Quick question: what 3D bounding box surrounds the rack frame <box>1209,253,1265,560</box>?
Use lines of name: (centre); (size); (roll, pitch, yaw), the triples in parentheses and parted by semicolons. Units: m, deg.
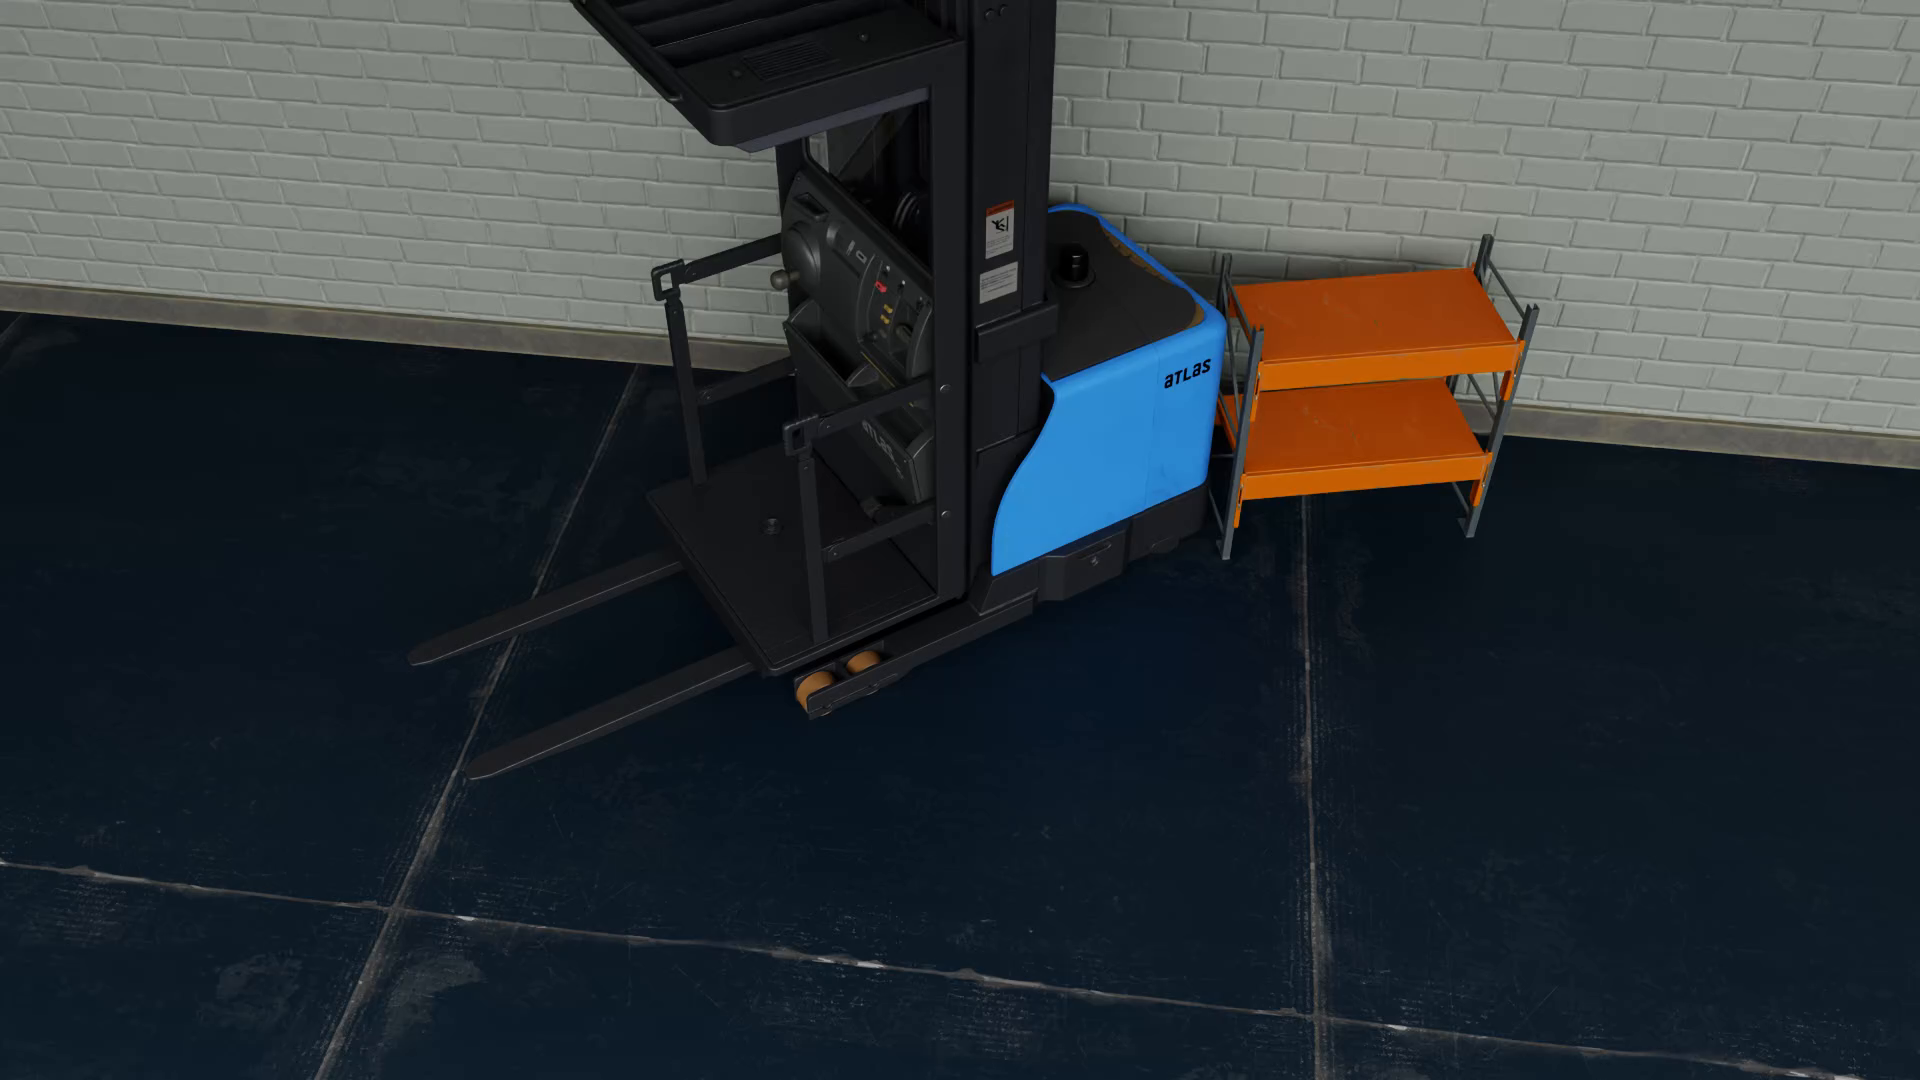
rack frame: (1.034, -0.500, 6.460); (0.032, 1.125, 0.500); (-5, 44, -5)

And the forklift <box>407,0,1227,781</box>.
forklift: (-0.531, -0.839, 5.504); (3.031, 2.935, 1.130); (-23, 48, -22)

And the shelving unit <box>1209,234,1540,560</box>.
shelving unit: (1.538, -0.545, 6.507); (1.048, 1.125, 0.538); (-5, 44, -5)

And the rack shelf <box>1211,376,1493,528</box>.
rack shelf: (1.538, -0.367, 6.675); (1.000, 0.278, 0.538); (-5, 44, -5)

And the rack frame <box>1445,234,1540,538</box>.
rack frame: (2.042, -0.589, 6.554); (0.032, 1.125, 0.500); (-5, 44, -5)

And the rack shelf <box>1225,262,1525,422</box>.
rack shelf: (1.538, -0.757, 6.306); (1.000, 0.278, 0.538); (-5, 44, -5)
